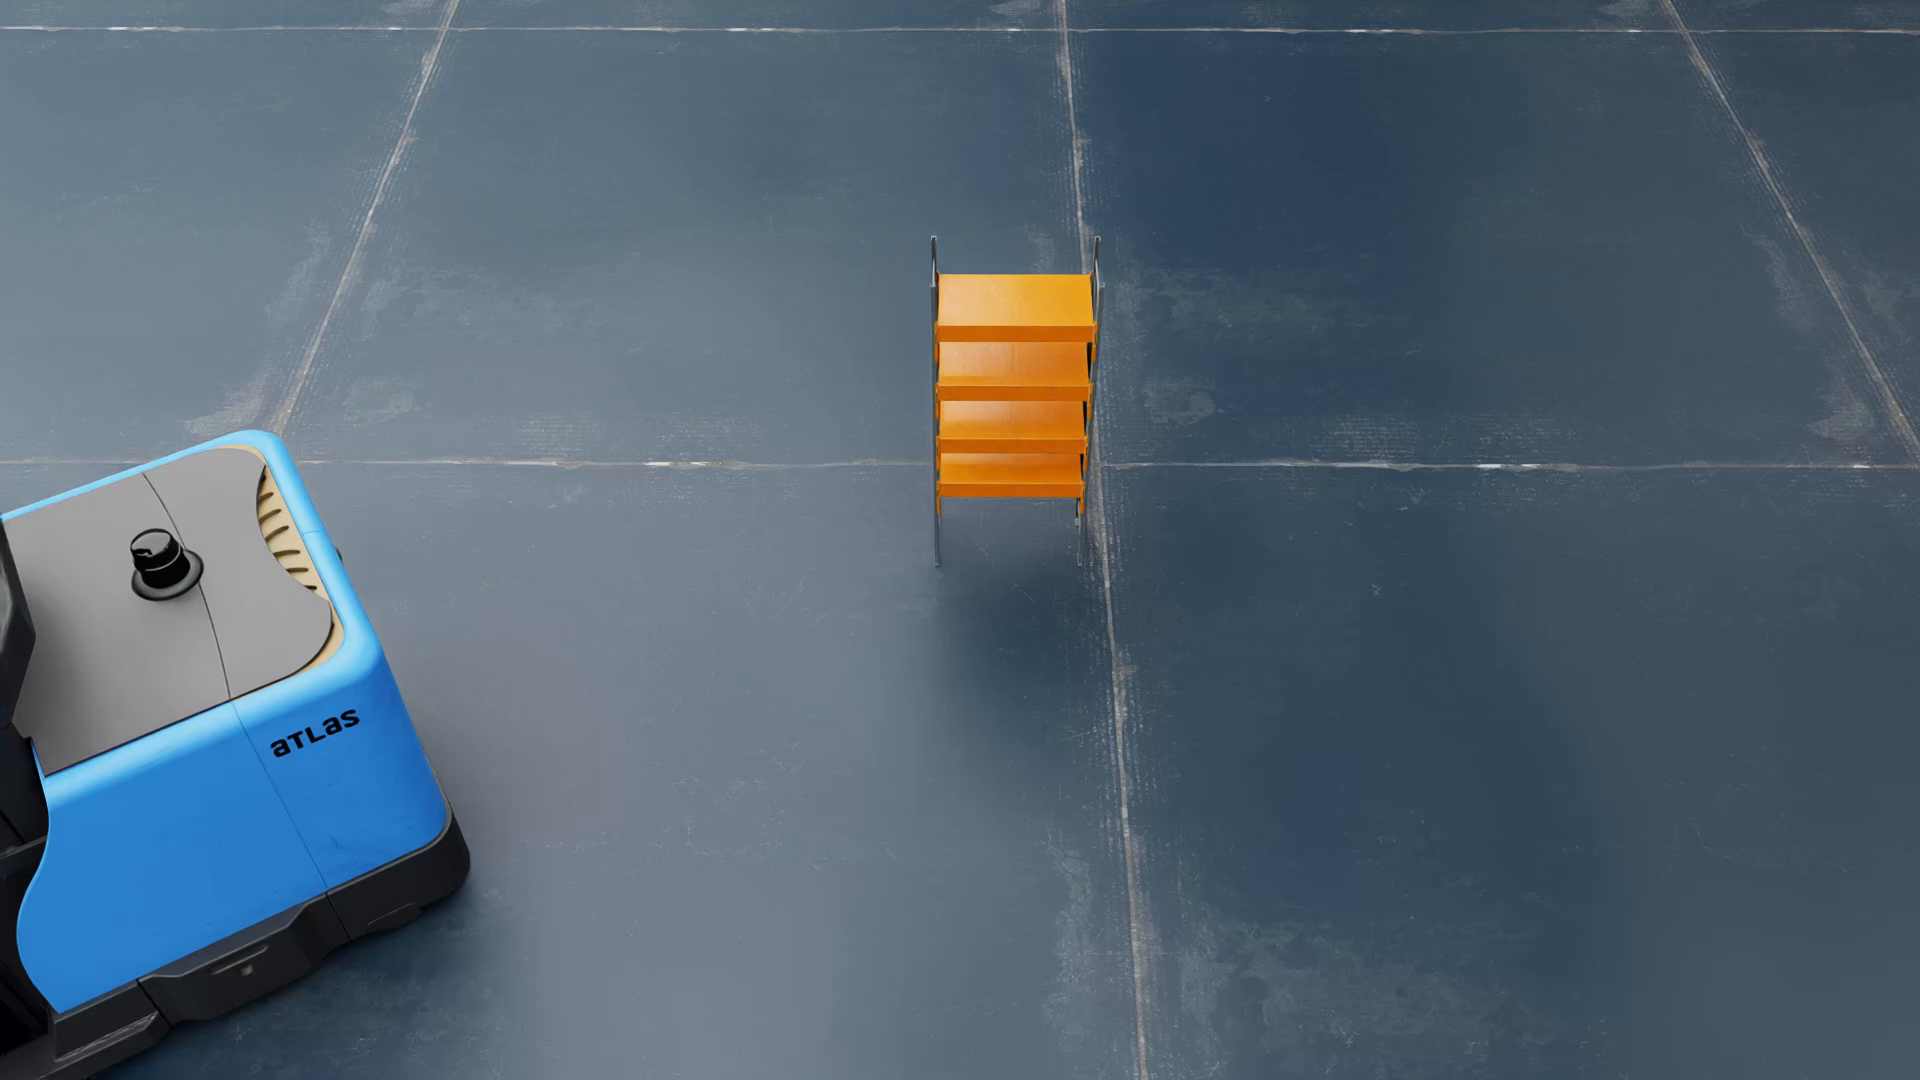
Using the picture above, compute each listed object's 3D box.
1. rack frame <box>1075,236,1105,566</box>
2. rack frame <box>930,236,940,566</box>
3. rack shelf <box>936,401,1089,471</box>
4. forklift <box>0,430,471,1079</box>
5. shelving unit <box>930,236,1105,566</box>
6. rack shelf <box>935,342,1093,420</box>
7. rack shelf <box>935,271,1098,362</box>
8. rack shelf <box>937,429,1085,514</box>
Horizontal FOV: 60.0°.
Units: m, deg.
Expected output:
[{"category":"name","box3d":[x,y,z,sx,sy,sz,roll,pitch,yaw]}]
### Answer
[{"category":"rack frame","box3d":[0.410,-0.408,5.310,0.015,1.200,0.240,0,47,0]},{"category":"rack frame","box3d":[-0.078,-0.409,5.311,0.015,1.200,0.240,0,47,0]},{"category":"rack shelf","box3d":[0.166,-0.363,5.360,0.480,0.148,0.258,0,47,0]},{"category":"forklift","box3d":[-2.934,0.267,3.499,3.031,2.935,1.130,-24,52,-21]},{"category":"shelving unit","box3d":[0.166,-0.408,5.310,0.503,1.200,0.258,0,47,0]},{"category":"rack shelf","box3d":[0.166,-0.515,5.196,0.480,0.148,0.258,0,47,0]},{"category":"rack shelf","box3d":[0.166,-0.676,5.023,0.480,0.148,0.258,0,47,0]},{"category":"rack shelf","box3d":[0.166,-0.227,5.505,0.480,0.148,0.258,0,47,0]}]
